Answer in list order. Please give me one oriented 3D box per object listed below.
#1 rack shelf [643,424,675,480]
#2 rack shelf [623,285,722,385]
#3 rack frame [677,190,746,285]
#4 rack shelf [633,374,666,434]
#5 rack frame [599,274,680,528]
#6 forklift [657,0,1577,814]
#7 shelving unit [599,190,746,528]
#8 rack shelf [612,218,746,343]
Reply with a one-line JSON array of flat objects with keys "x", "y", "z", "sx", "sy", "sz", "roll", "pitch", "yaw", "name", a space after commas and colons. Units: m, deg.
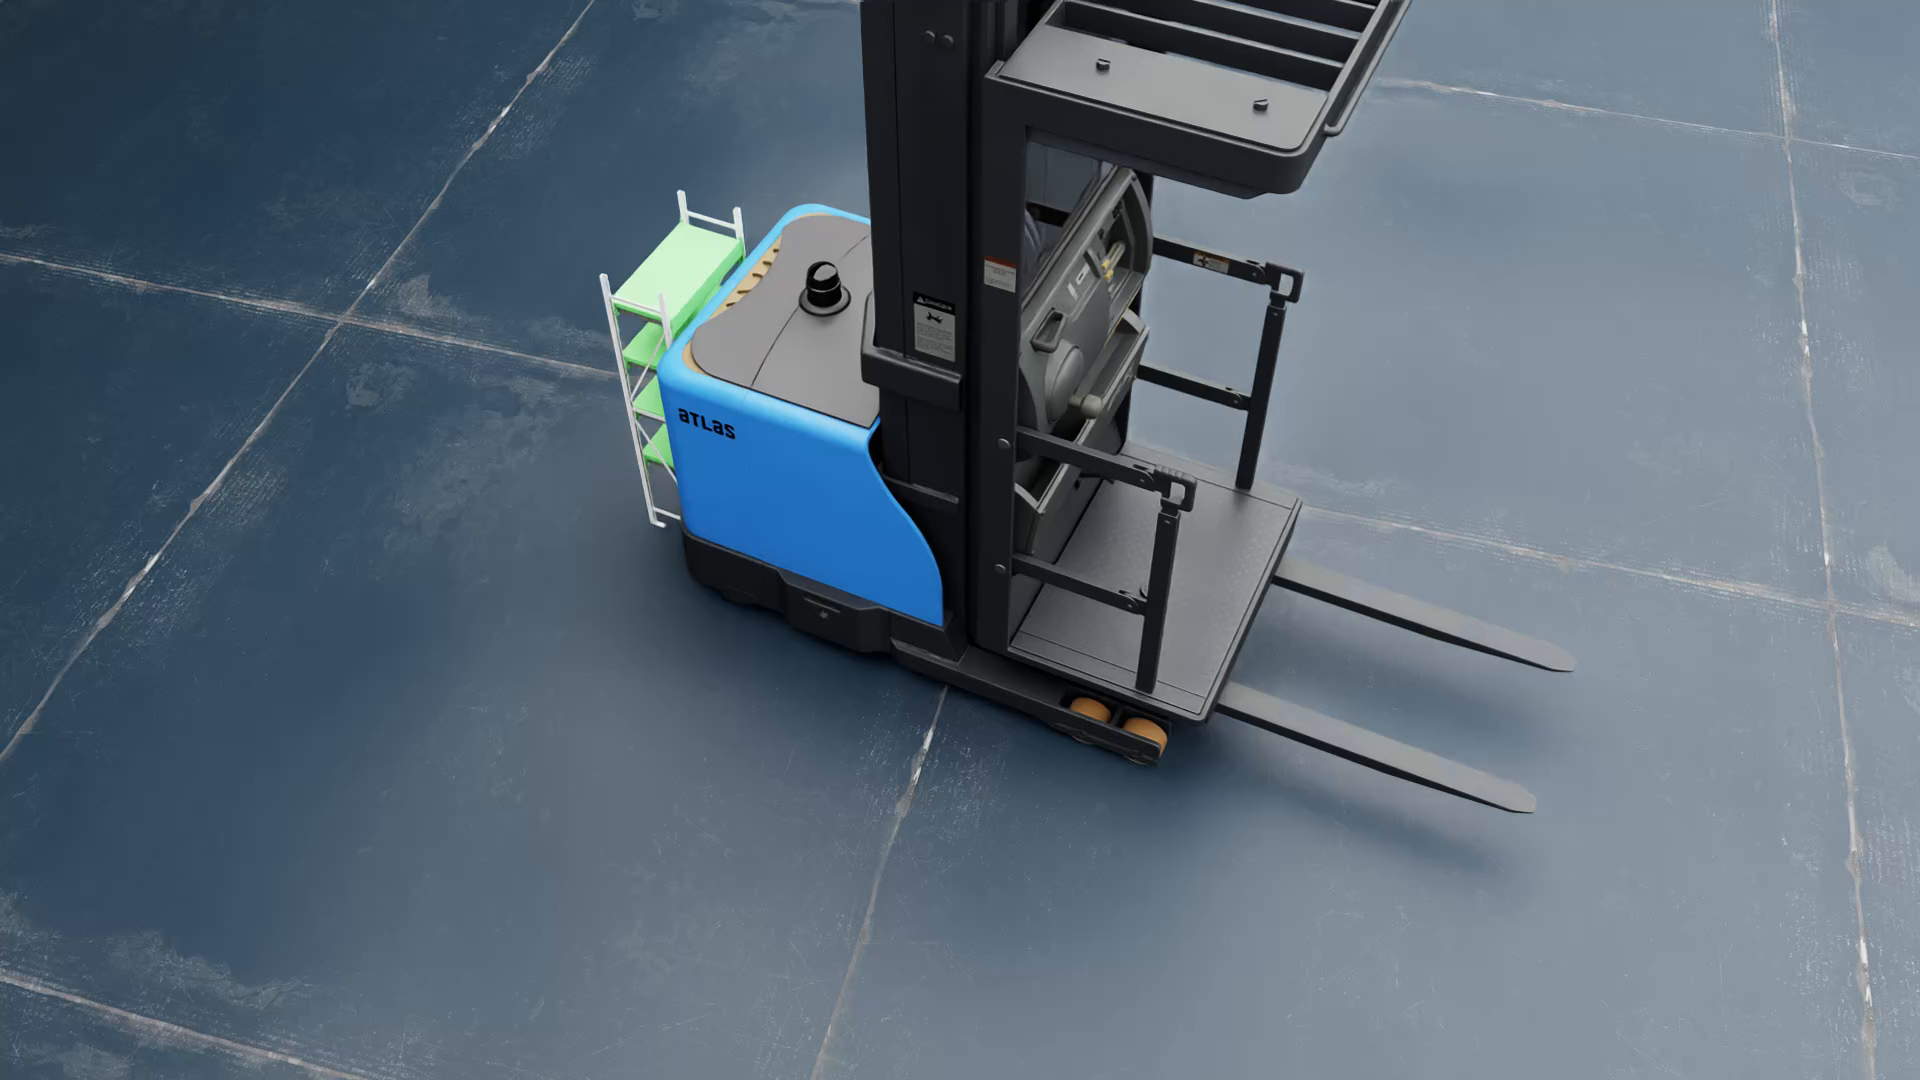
[{"x": -0.959, "y": -0.394, "z": 6.202, "sx": 0.258, "sy": 0.148, "sz": 0.480, "roll": 19, "pitch": 51, "yaw": 16, "name": "rack shelf"}, {"x": -0.959, "y": -0.711, "z": 5.843, "sx": 0.258, "sy": 0.148, "sz": 0.480, "roll": 19, "pitch": 51, "yaw": 16, "name": "rack shelf"}, {"x": -0.858, "y": -0.761, "z": 6.121, "sx": 0.240, "sy": 1.200, "sz": 0.015, "roll": 19, "pitch": 51, "yaw": 16, "name": "rack frame"}, {"x": -0.959, "y": -0.552, "z": 6.023, "sx": 0.258, "sy": 0.148, "sz": 0.480, "roll": 19, "pitch": 51, "yaw": 16, "name": "rack shelf"}, {"x": -1.061, "y": -0.428, "z": 5.828, "sx": 0.240, "sy": 1.200, "sz": 0.015, "roll": 19, "pitch": 51, "yaw": 16, "name": "rack frame"}, {"x": 0.565, "y": -0.675, "z": 4.891, "sx": 3.031, "sy": 2.935, "sz": 1.130, "roll": 19, "pitch": 51, "yaw": 16, "name": "forklift"}, {"x": -0.959, "y": -0.595, "z": 5.975, "sx": 0.258, "sy": 1.200, "sz": 0.503, "roll": 19, "pitch": 51, "yaw": 16, "name": "shelving unit"}, {"x": -0.959, "y": -0.870, "z": 5.663, "sx": 0.258, "sy": 0.148, "sz": 0.480, "roll": 19, "pitch": 51, "yaw": 16, "name": "rack shelf"}]
